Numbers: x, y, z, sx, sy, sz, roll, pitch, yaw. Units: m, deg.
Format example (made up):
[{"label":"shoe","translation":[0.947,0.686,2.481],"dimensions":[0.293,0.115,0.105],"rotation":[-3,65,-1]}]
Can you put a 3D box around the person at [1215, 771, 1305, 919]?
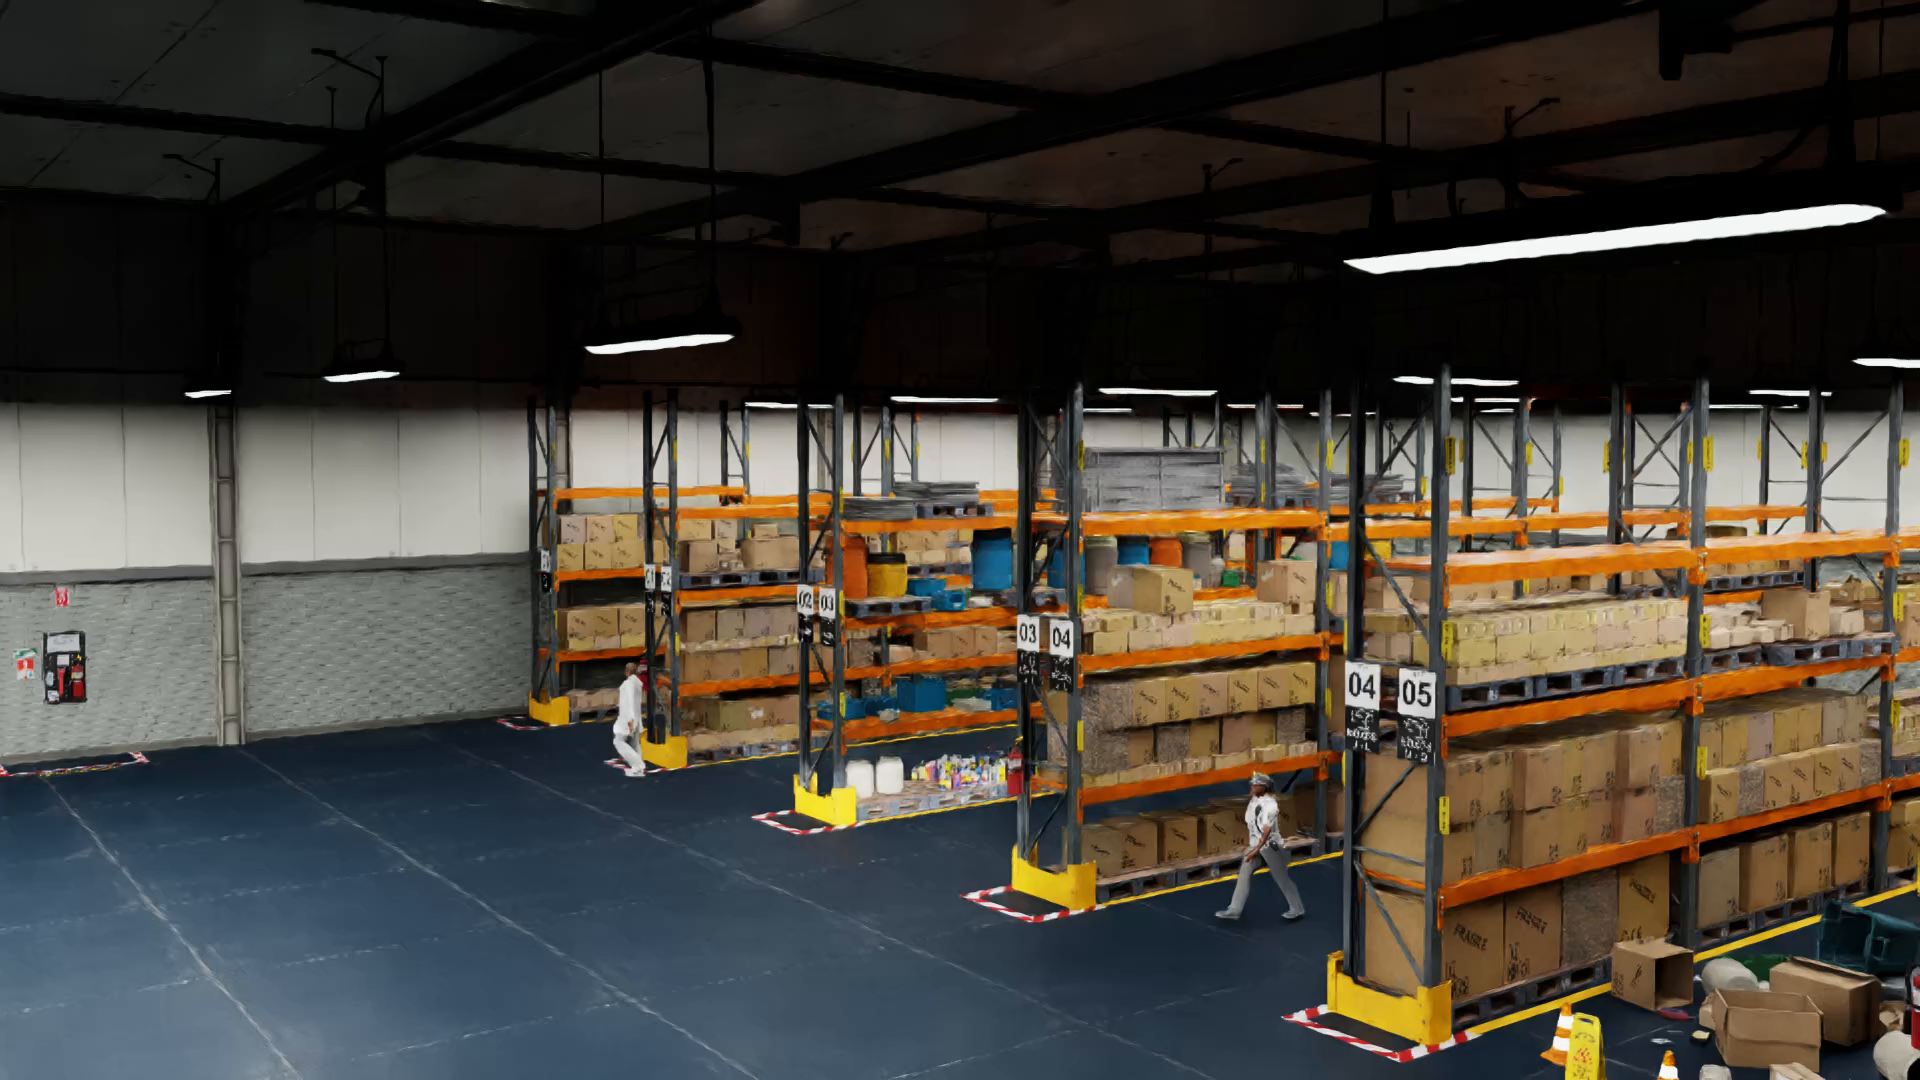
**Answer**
[{"label":"person","translation":[3.254,3.282,17.868],"dimensions":[1.001,1.616,0.443],"rotation":[-2,4,-26]}]

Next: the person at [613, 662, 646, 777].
[{"label":"person","translation":[-5.050,2.765,25.596],"dimensions":[0.542,1.764,0.720],"rotation":[1,3,13]}]
